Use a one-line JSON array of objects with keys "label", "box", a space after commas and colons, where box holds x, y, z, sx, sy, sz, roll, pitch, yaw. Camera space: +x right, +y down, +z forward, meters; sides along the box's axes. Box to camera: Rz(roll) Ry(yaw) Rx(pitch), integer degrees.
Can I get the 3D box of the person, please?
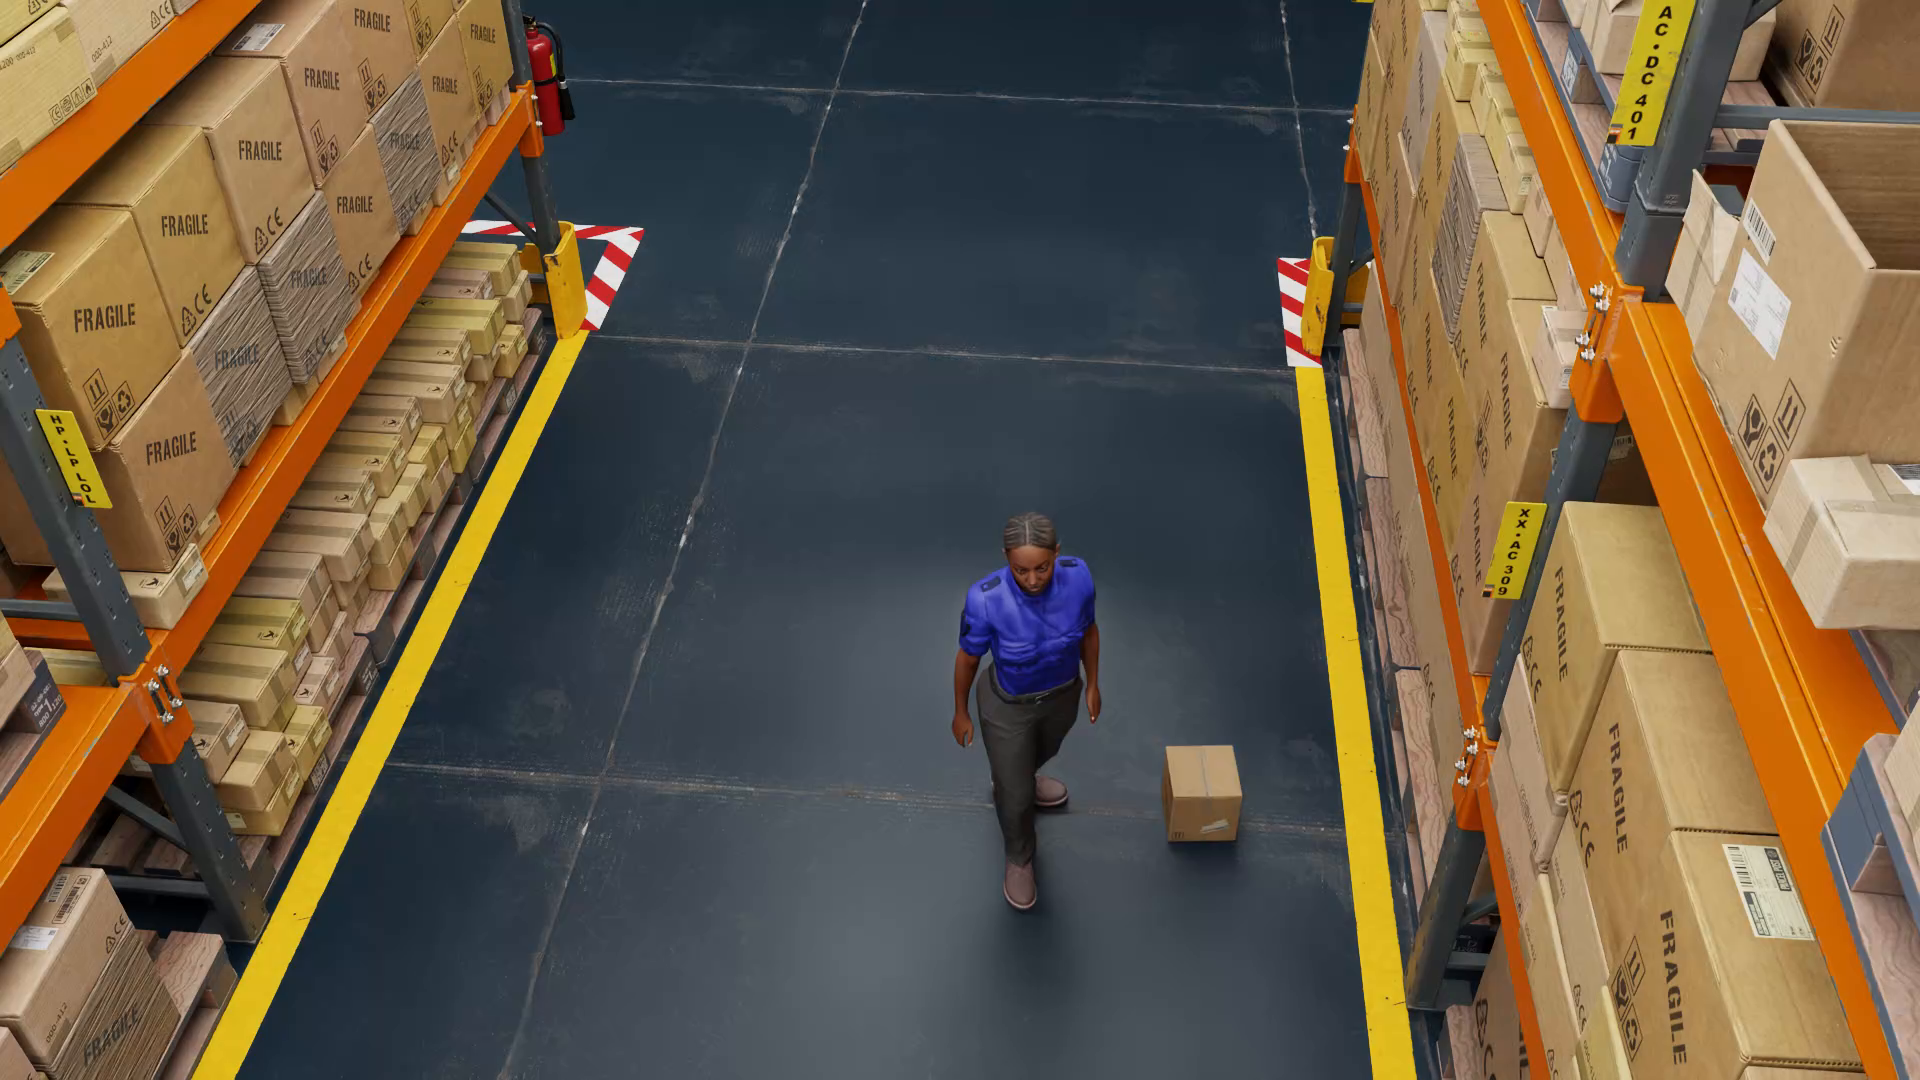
[{"label": "person", "box": [0.212, 0.492, 5.588, 0.526, 1.647, 0.581, -16, 43, -18]}]
